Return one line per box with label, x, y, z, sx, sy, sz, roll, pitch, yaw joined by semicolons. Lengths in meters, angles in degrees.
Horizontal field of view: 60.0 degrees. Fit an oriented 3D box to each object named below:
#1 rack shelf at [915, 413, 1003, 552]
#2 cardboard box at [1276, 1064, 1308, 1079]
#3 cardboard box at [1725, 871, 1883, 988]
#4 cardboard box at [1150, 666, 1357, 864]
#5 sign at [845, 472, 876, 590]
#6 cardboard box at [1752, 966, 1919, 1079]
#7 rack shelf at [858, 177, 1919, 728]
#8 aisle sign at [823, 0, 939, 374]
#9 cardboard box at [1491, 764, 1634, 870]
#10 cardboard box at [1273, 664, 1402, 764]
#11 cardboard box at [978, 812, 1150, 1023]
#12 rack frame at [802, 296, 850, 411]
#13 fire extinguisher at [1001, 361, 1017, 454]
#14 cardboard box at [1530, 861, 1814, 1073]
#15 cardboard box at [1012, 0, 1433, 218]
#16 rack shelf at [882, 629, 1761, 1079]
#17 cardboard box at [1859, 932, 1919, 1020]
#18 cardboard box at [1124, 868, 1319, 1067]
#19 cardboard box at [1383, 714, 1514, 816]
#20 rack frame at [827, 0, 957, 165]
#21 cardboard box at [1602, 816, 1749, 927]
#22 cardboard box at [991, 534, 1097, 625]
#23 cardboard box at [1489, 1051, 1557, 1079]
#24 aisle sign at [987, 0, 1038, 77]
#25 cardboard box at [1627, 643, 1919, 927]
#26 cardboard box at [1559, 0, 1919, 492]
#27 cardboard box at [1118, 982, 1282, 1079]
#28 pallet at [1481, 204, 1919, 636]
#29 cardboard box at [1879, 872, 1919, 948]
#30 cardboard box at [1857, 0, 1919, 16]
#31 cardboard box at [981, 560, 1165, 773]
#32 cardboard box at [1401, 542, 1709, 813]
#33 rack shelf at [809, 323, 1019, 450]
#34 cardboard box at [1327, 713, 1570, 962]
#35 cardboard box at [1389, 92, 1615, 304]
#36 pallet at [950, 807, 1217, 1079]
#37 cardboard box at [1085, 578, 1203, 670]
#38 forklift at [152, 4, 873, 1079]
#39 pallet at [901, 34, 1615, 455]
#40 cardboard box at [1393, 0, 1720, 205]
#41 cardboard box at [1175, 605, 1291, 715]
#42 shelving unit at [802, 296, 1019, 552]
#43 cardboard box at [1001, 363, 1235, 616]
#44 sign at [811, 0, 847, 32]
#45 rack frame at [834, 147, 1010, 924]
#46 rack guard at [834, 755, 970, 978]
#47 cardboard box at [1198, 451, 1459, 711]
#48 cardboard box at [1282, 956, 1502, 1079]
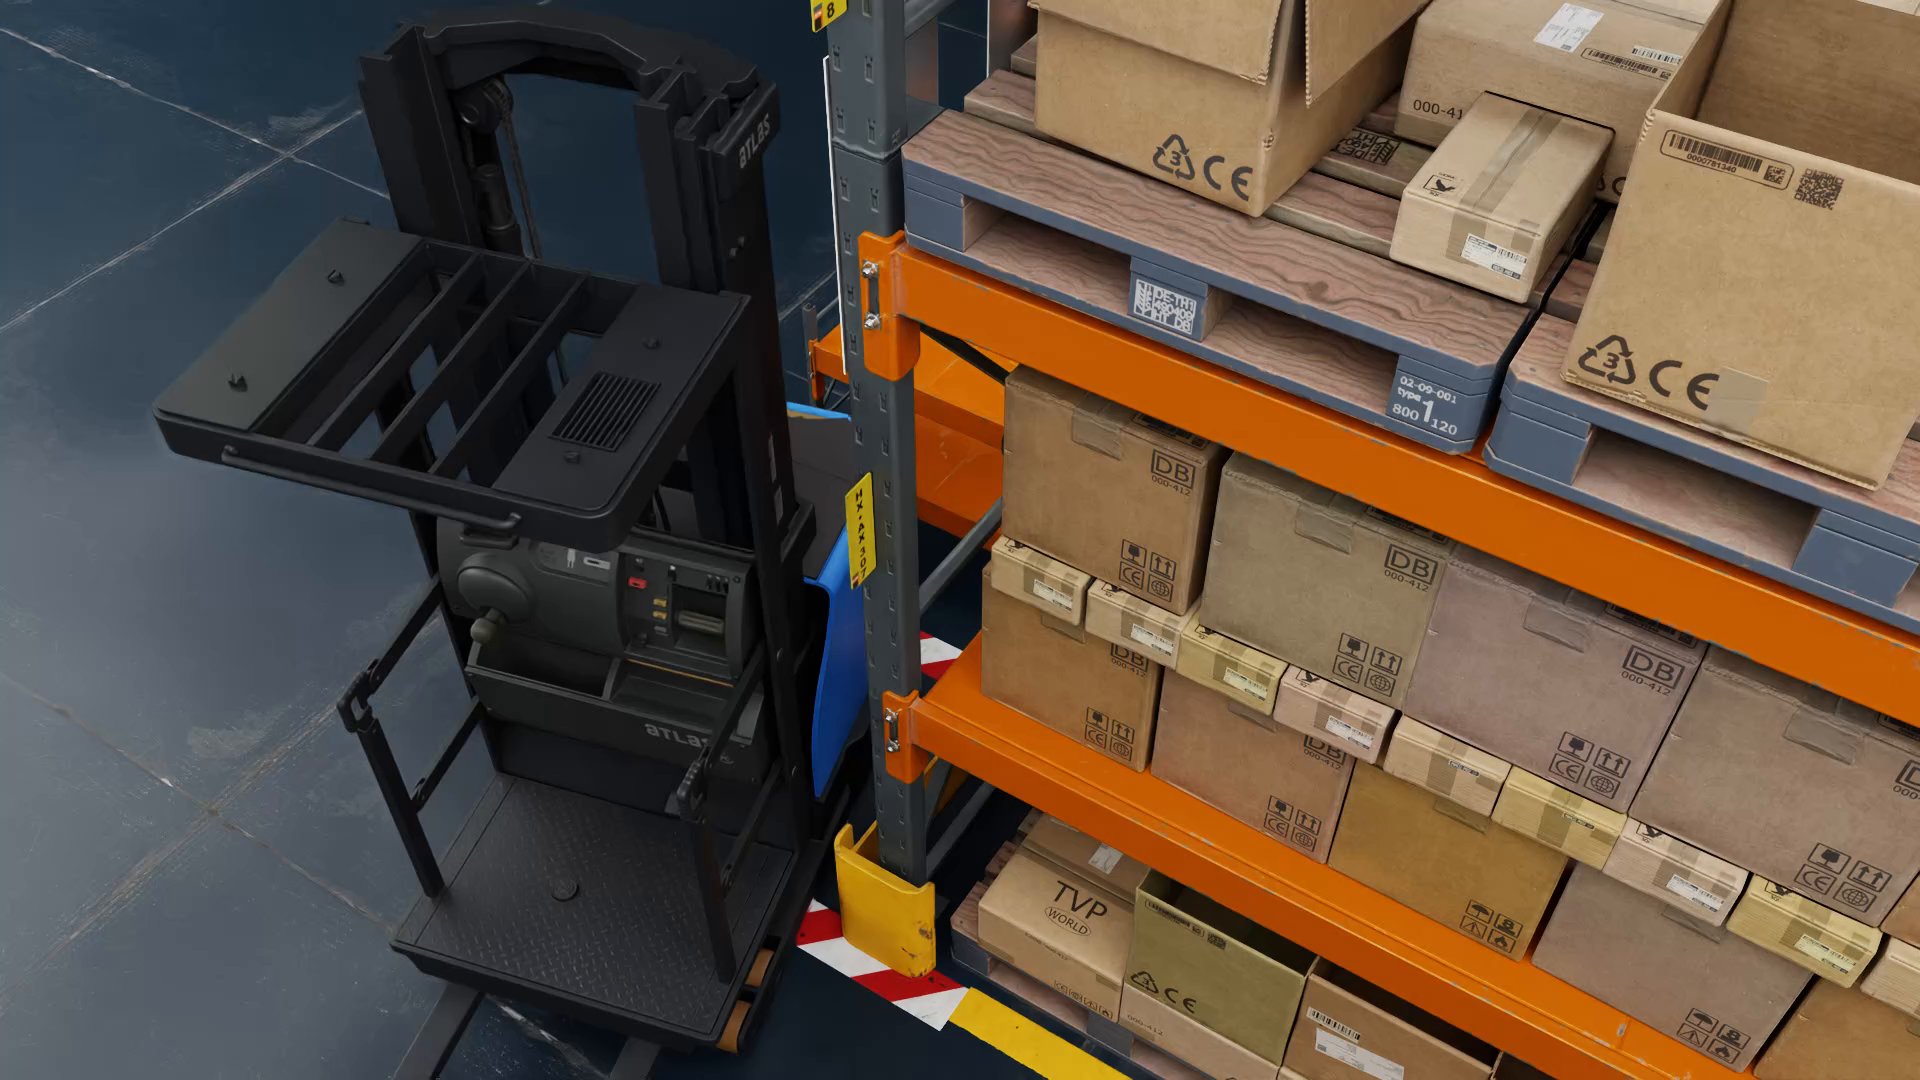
rack shelf;0.006;-0.219;6.519;1.000;0.278;0.538;25;51;22
cardboard box;1.241;1.518;4.808;0.500;0.250;0.500;25;51;22
cardboard box;1.795;0.697;3.459;0.250;0.149;0.380;26;51;23
cardboard box;0.897;0.333;4.265;0.500;0.500;0.700;26;51;23
sign;-0.239;-0.018;4.017;0.005;0.325;0.100;25;51;22
cardboard box;2.188;0.928;3.687;0.500;0.500;0.700;25;51;23
rack shelf;1.749;-0.042;3.109;4.000;0.370;1.077;25;51;22
aisle sign;-0.155;-0.768;3.592;0.004;0.787;0.394;25;51;22
cardboard box;1.365;0.497;3.653;0.250;0.149;0.380;24;50;22
cardboard box;0.924;0.297;3.848;0.250;0.149;0.380;24;50;22
cardboard box;0.397;1.132;5.182;0.500;0.250;0.500;25;51;22
rack frame;-0.422;-0.586;6.535;0.032;1.125;0.500;25;51;22
fire extinguisher;0.217;-0.321;5.024;0.183;0.674;0.296;25;51;22
cardboard box;1.757;0.730;3.879;0.500;0.500;0.700;26;51;23
cardboard box;0.547;-1.073;3.147;0.637;0.503;0.797;28;52;25
rack shelf;1.749;1.004;4.185;4.000;0.370;1.077;25;51;22
cardboard box;2.020;0.798;3.361;0.250;0.149;0.380;26;51;23
cardboard box;0.819;1.064;4.727;0.500;0.500;0.500;25;51;22
cardboard box;1.150;0.398;3.749;0.250;0.149;0.380;23;50;21
rack frame;0.066;-2.112;2.528;0.127;3.000;1.000;25;51;22
cardboard box;1.573;0.595;3.558;0.250;0.149;0.380;25;51;22
cardboard box;0.280;0.000;4.137;0.250;0.149;0.380;24;51;22
cardboard box;1.658;1.453;4.348;0.500;0.500;0.500;25;51;22
aisle sign;0.169;-1.130;3.944;0.004;0.787;0.394;25;51;22
cardboard box;1.789;0.289;3.403;0.500;0.500;0.700;25;51;22
cardboard box;1.316;-0.489;2.582;0.500;0.500;0.500;25;51;22
cardboard box;0.820;1.324;4.997;0.500;0.250;0.500;25;51;22
pallet;1.678;-0.275;2.896;1.213;0.211;1.003;25;51;22
cardboard box;2.209;0.483;3.215;0.500;0.500;0.700;25;51;22
cardboard box;1.646;-0.729;2.947;0.500;0.311;0.500;31;53;26
cardboard box;0.452;0.132;4.460;0.500;0.500;0.700;25;51;22
cardboard box;1.367;0.096;3.591;0.500;0.500;0.700;25;51;22
rack shelf;0.006;-0.593;6.134;1.000;0.278;0.538;25;51;22
cardboard box;1.311;0.528;4.075;0.500;0.500;0.700;25;51;22
cardboard box;0.961;-0.612;2.947;0.250;0.149;0.380;25;51;22
pallet;0.732;1.221;5.416;1.213;0.211;1.003;25;51;22
cardboard box;0.504;0.100;4.039;0.250;0.149;0.380;23;50;21
forklift;-1.087;0.246;4.467;1.130;2.935;3.031;13;47;12
pallet;0.647;-0.747;3.354;1.213;0.211;1.003;25;51;22
cardboard box;1.178;-0.923;3.178;0.500;0.250;0.500;25;51;22
cardboard box;0.713;0.198;3.944;0.250;0.149;0.380;25;51;22
shelving unit;0.006;-0.389;6.344;1.048;1.125;0.538;25;51;22
cardboard box;0.496;-0.299;3.975;0.500;0.500;0.700;25;51;22
sign;-0.239;-1.066;2.938;0.005;0.325;0.100;25;51;22
rack frame;0.066;-0.021;4.679;0.127;3.000;1.000;25;51;22
rack guard;0.046;0.840;5.585;0.348;0.500;1.175;25;51;22
cardboard box;0.942;-0.099;3.780;0.500;0.500;0.700;23;50;21
cardboard box;1.247;1.249;4.546;0.500;0.500;0.500;25;51;22
